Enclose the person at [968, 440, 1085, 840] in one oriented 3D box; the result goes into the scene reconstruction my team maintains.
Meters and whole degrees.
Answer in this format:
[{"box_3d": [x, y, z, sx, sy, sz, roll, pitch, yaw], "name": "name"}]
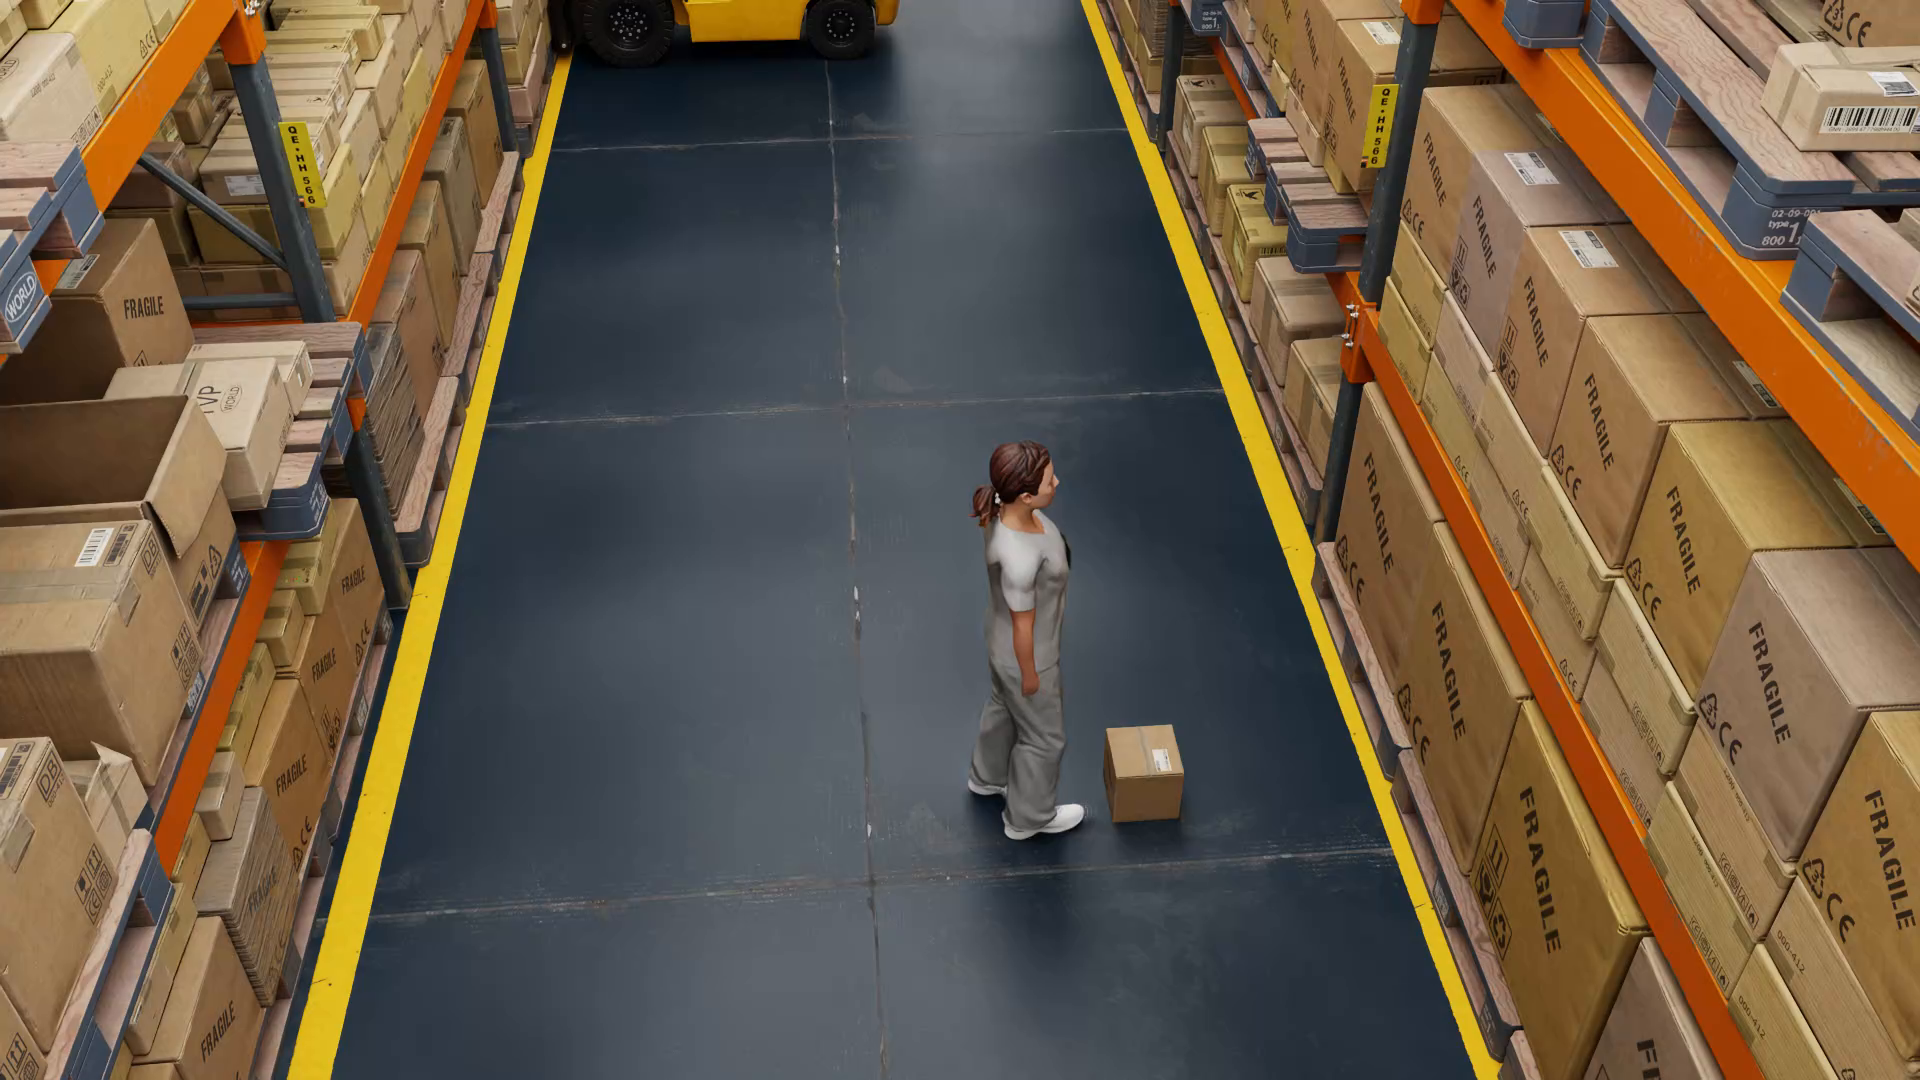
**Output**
[{"box_3d": [0.241, 0.353, 5.735, 0.432, 1.676, 0.436, -3, 39, -4], "name": "person"}]
